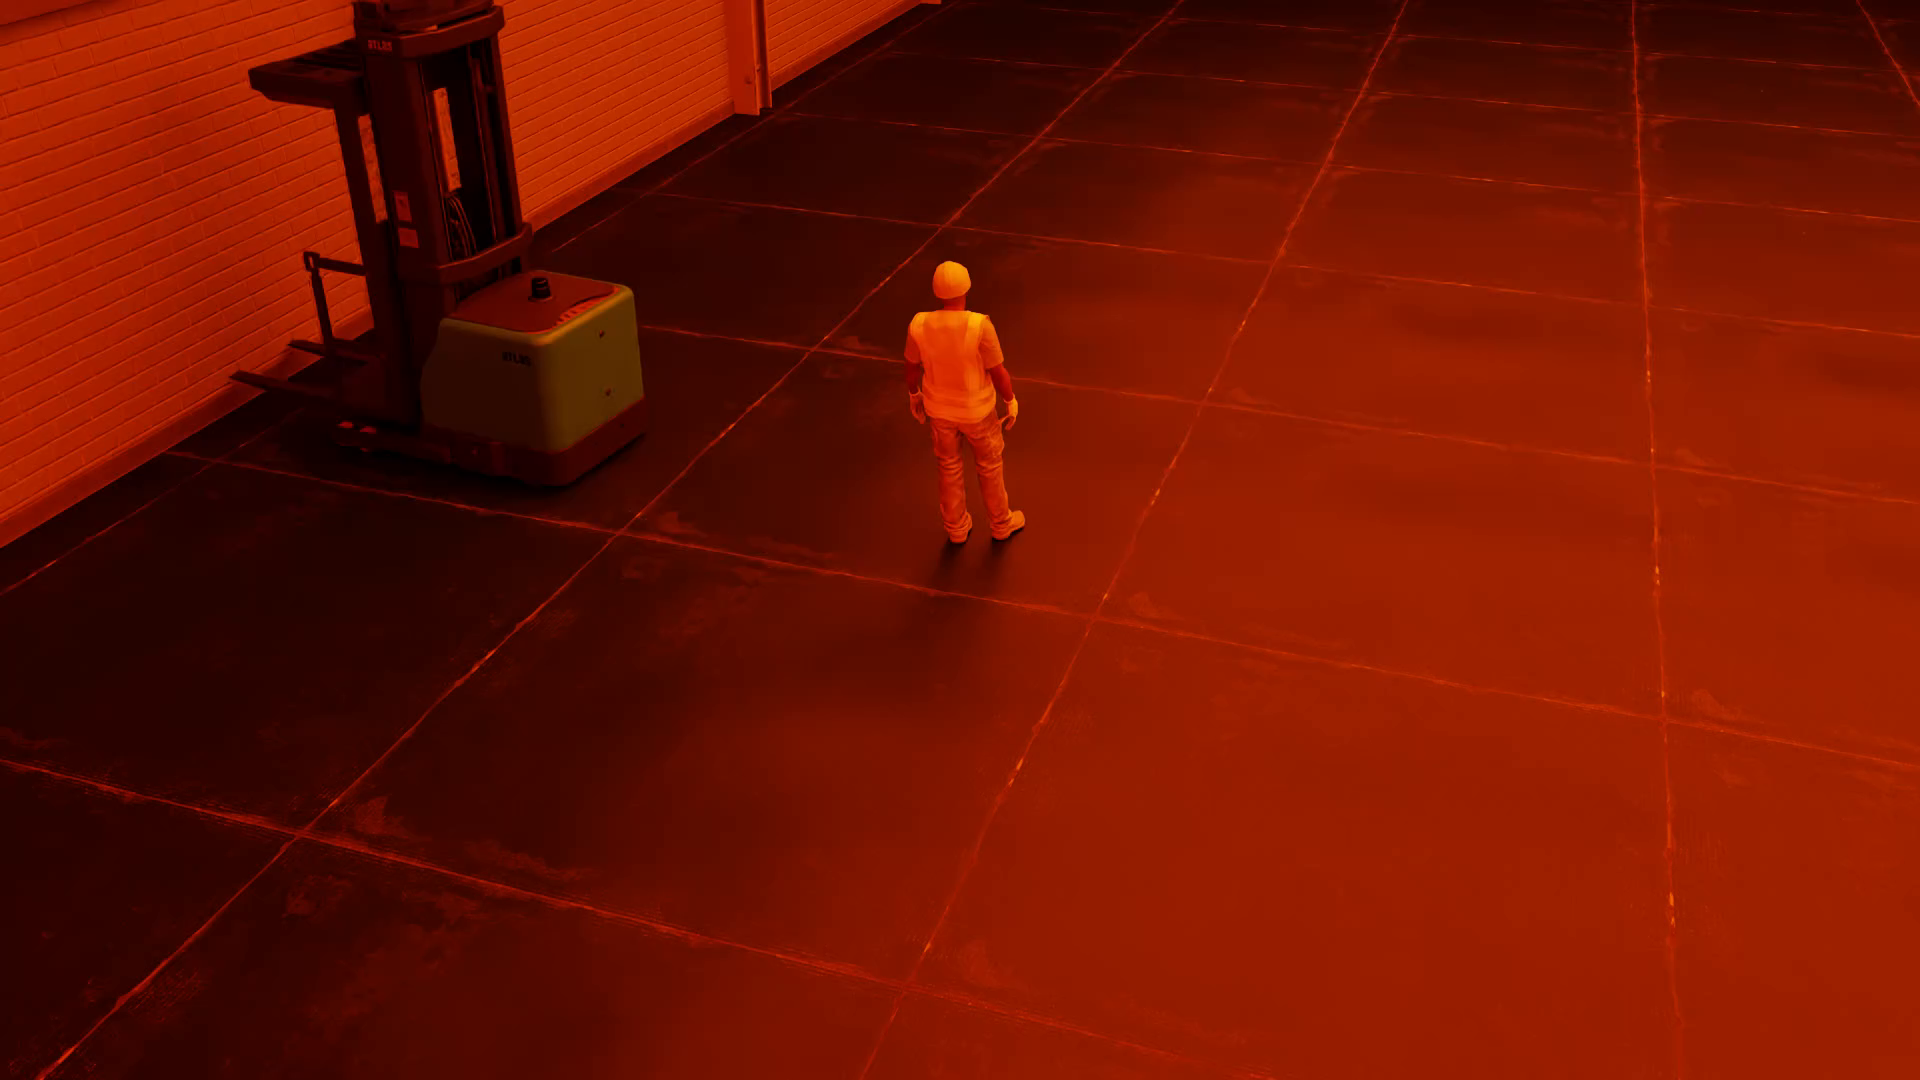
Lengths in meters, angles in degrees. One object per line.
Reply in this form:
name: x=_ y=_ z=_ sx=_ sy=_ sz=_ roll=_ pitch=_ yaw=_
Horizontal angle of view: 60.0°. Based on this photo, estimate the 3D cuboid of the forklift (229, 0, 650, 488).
forklift: x=-3.672 y=-2.084 z=10.793 sx=3.031 sy=2.935 sz=1.130 roll=13 pitch=32 yaw=21

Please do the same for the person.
person: x=0.031 y=-0.813 z=9.709 sx=0.656 sy=1.784 sz=0.575 roll=10 pitch=31 yaw=16
